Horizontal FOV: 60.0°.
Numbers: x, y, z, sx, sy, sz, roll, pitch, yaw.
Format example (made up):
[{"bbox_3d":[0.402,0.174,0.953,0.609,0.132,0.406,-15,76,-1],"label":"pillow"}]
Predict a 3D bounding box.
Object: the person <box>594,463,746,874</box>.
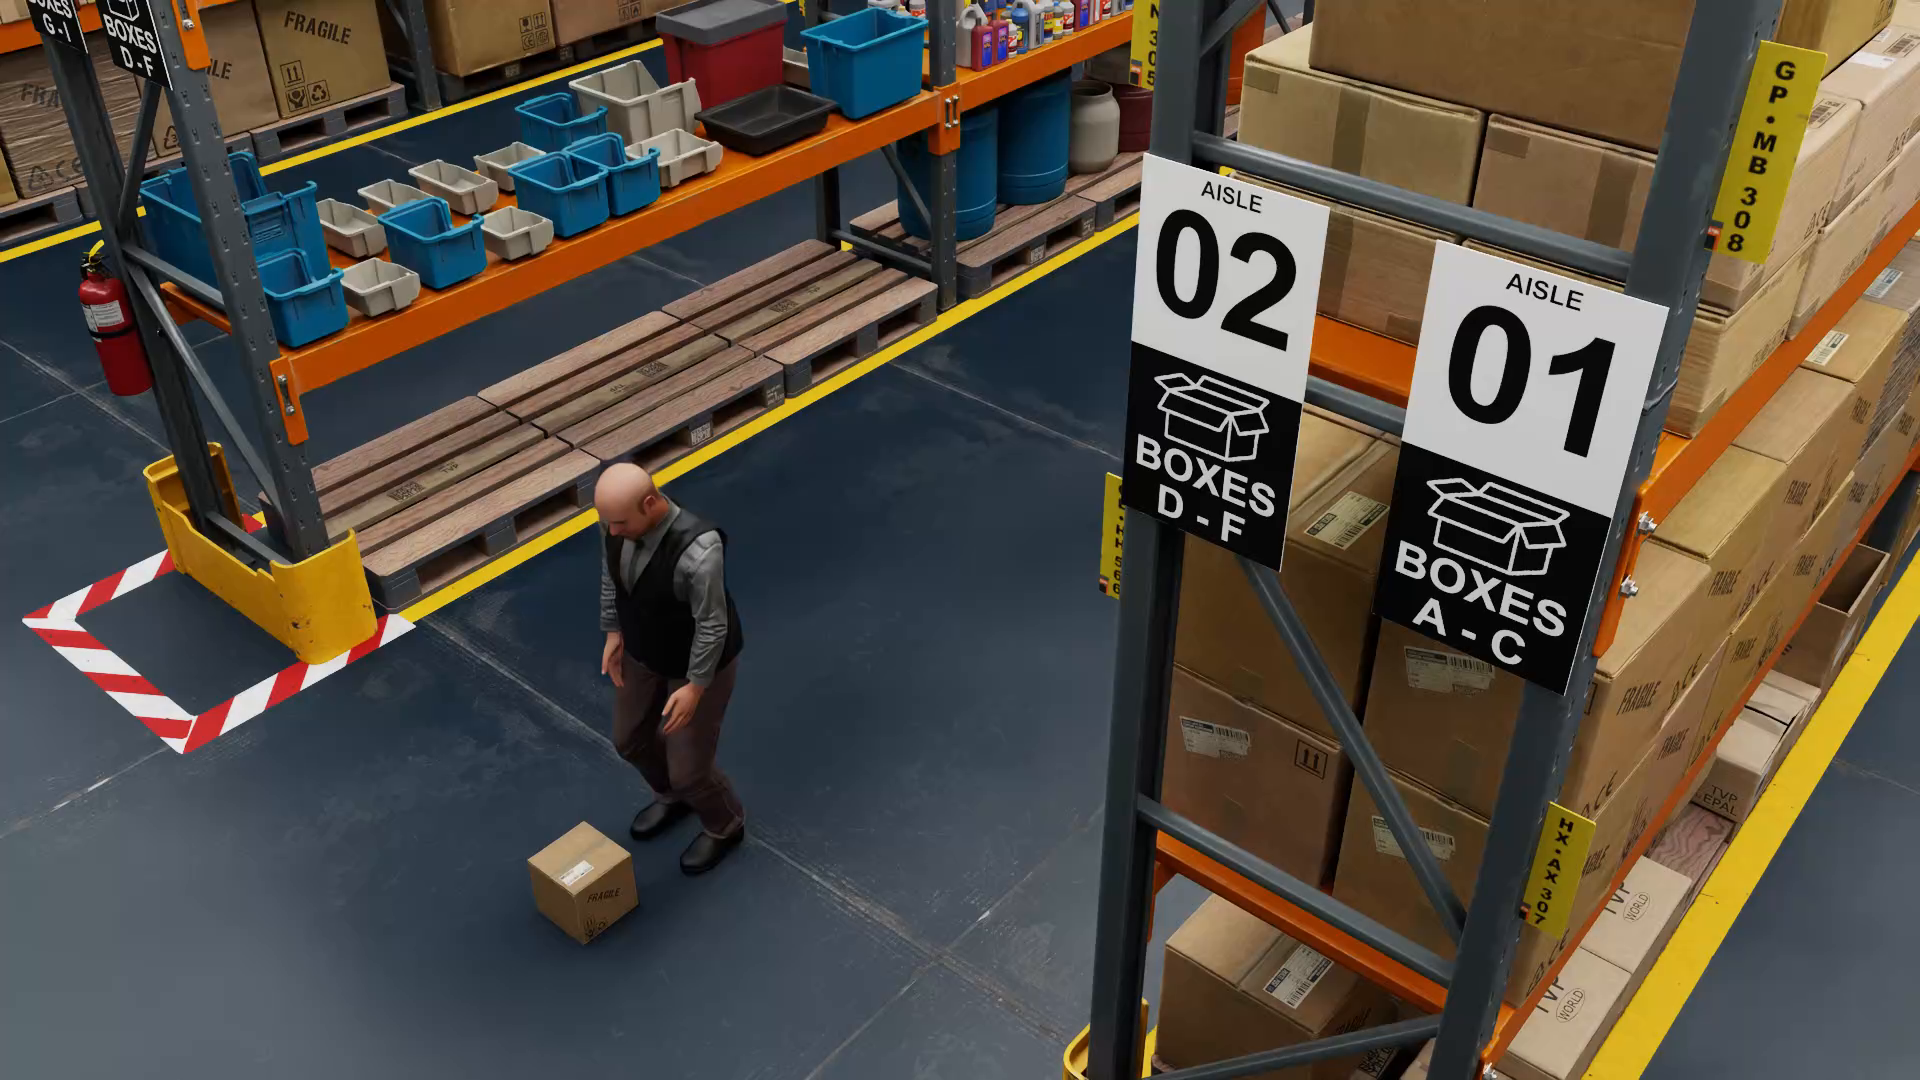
[{"bbox_3d":[-0.963,0.407,5.645,0.563,1.658,0.447,27,43,33],"label":"person"}]
